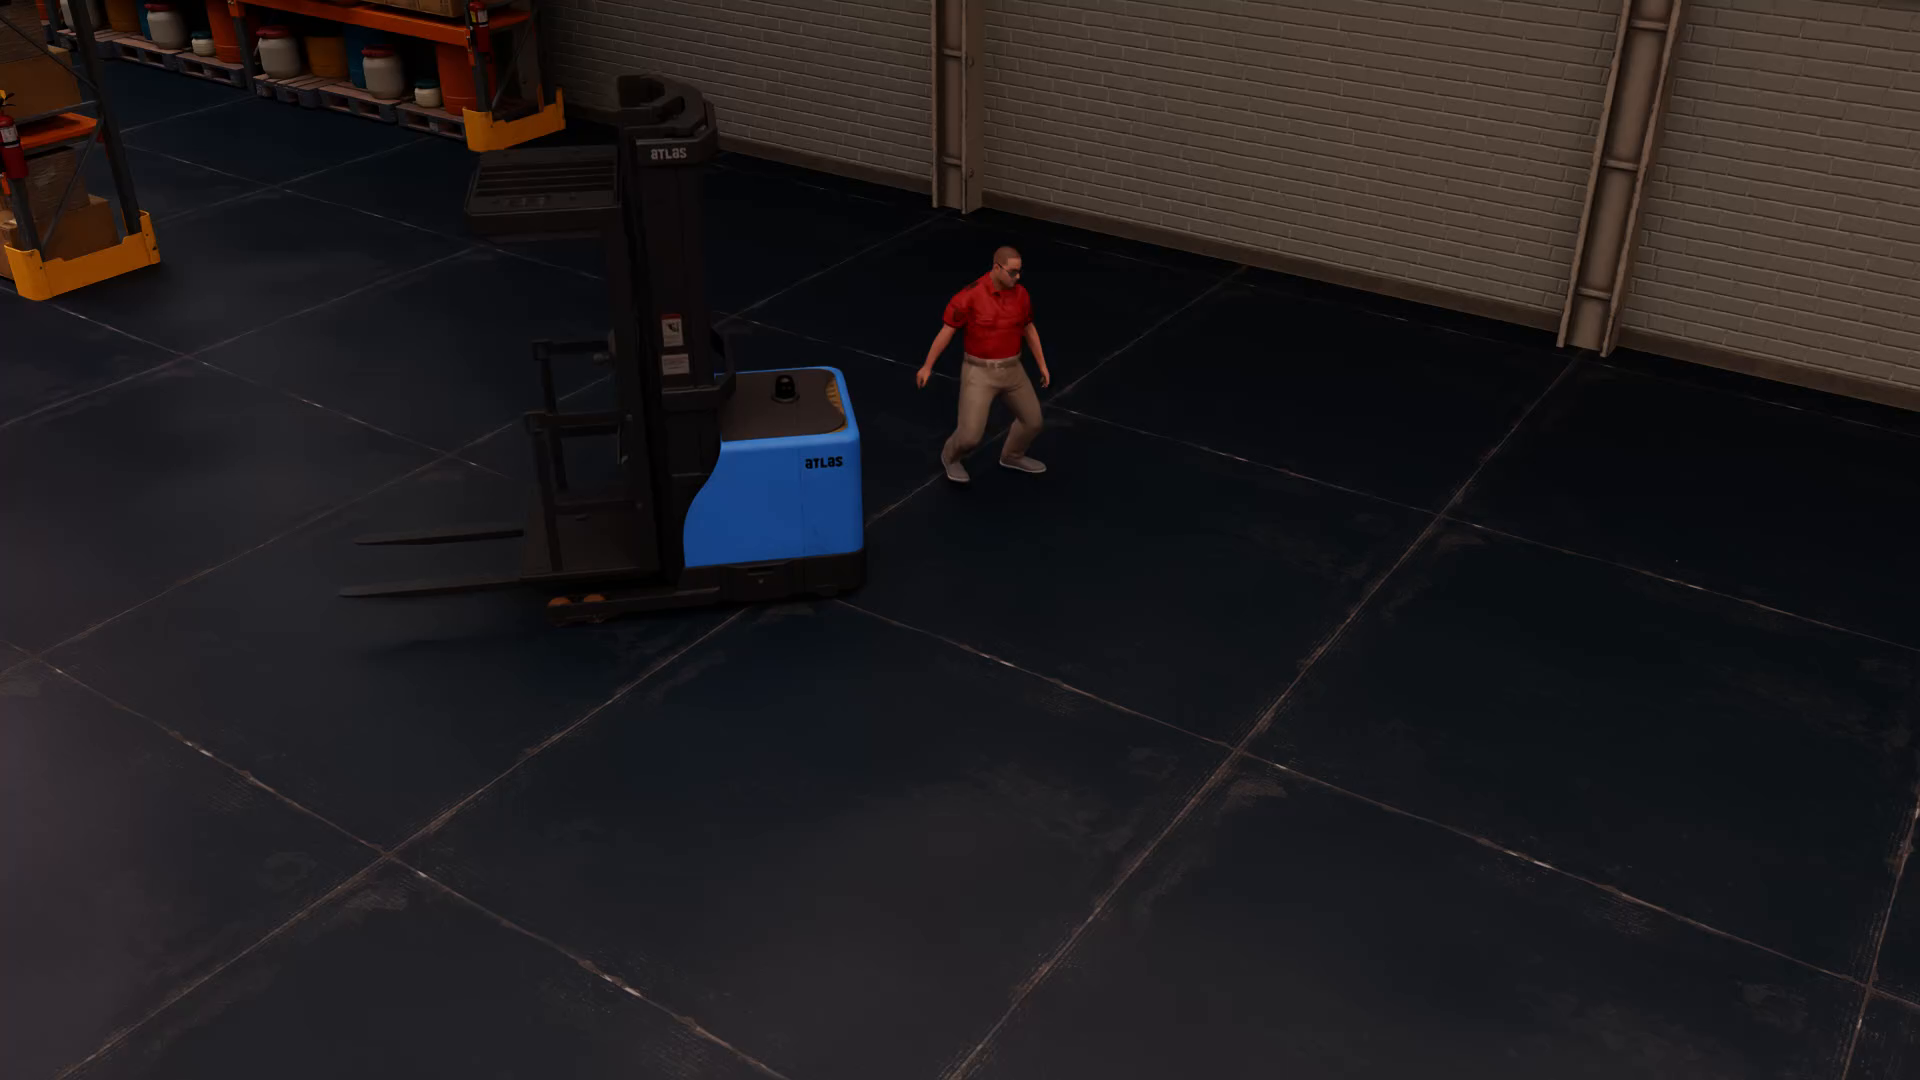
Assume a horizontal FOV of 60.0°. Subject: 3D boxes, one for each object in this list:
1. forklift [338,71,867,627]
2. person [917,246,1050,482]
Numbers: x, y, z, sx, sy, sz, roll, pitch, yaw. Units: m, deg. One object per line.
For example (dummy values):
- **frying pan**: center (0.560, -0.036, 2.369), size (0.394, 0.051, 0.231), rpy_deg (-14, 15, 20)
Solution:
- **forklift**: center (-2.122, -1.053, 9.395), size (3.031, 2.935, 1.130), rpy_deg (-5, 31, -9)
- **person**: center (0.161, -1.115, 10.793), size (0.897, 1.651, 0.505), rpy_deg (-12, 32, -20)
